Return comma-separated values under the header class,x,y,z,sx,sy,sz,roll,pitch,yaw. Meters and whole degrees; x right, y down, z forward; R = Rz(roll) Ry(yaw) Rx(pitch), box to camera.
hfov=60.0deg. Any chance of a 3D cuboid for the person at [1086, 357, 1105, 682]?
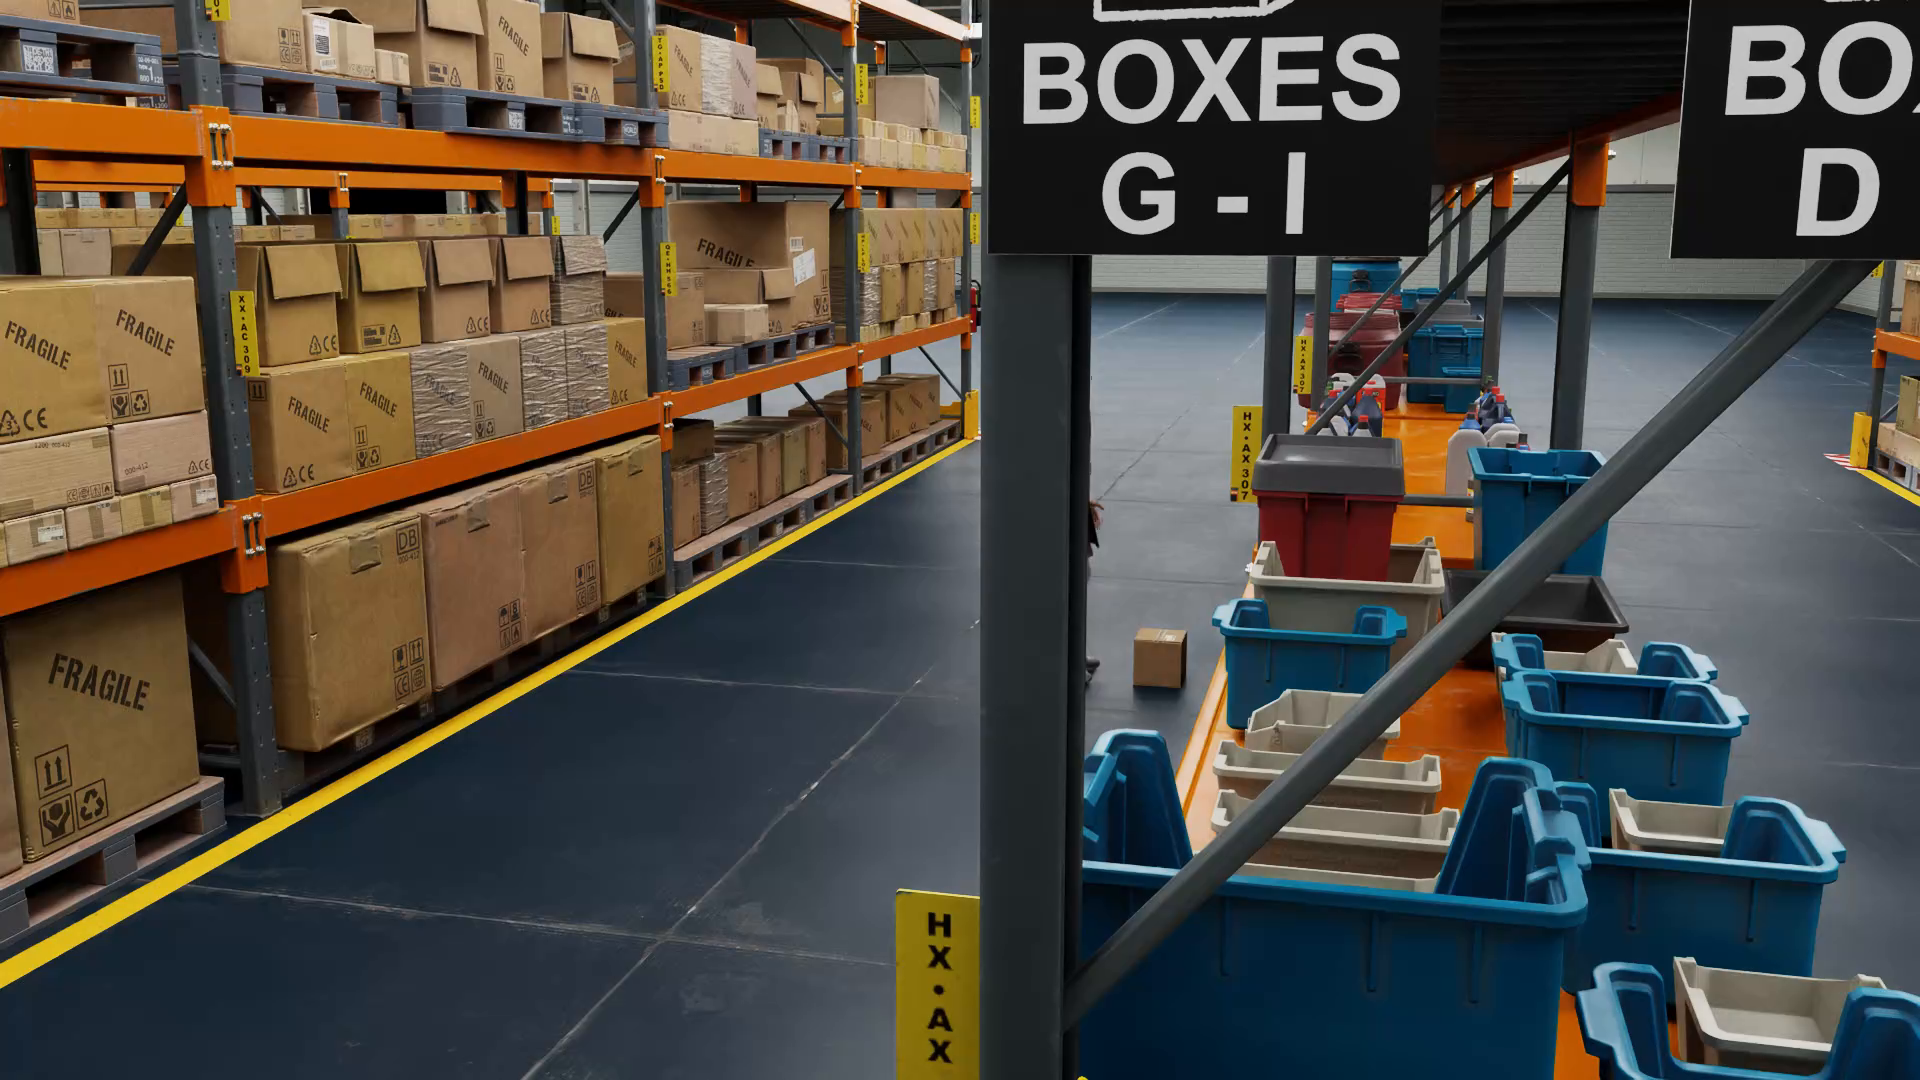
class,x,y,z,sx,sy,sz,roll,pitch,yaw
person,0.550,-0.140,8.761,0.382,1.757,0.572,3,12,15
